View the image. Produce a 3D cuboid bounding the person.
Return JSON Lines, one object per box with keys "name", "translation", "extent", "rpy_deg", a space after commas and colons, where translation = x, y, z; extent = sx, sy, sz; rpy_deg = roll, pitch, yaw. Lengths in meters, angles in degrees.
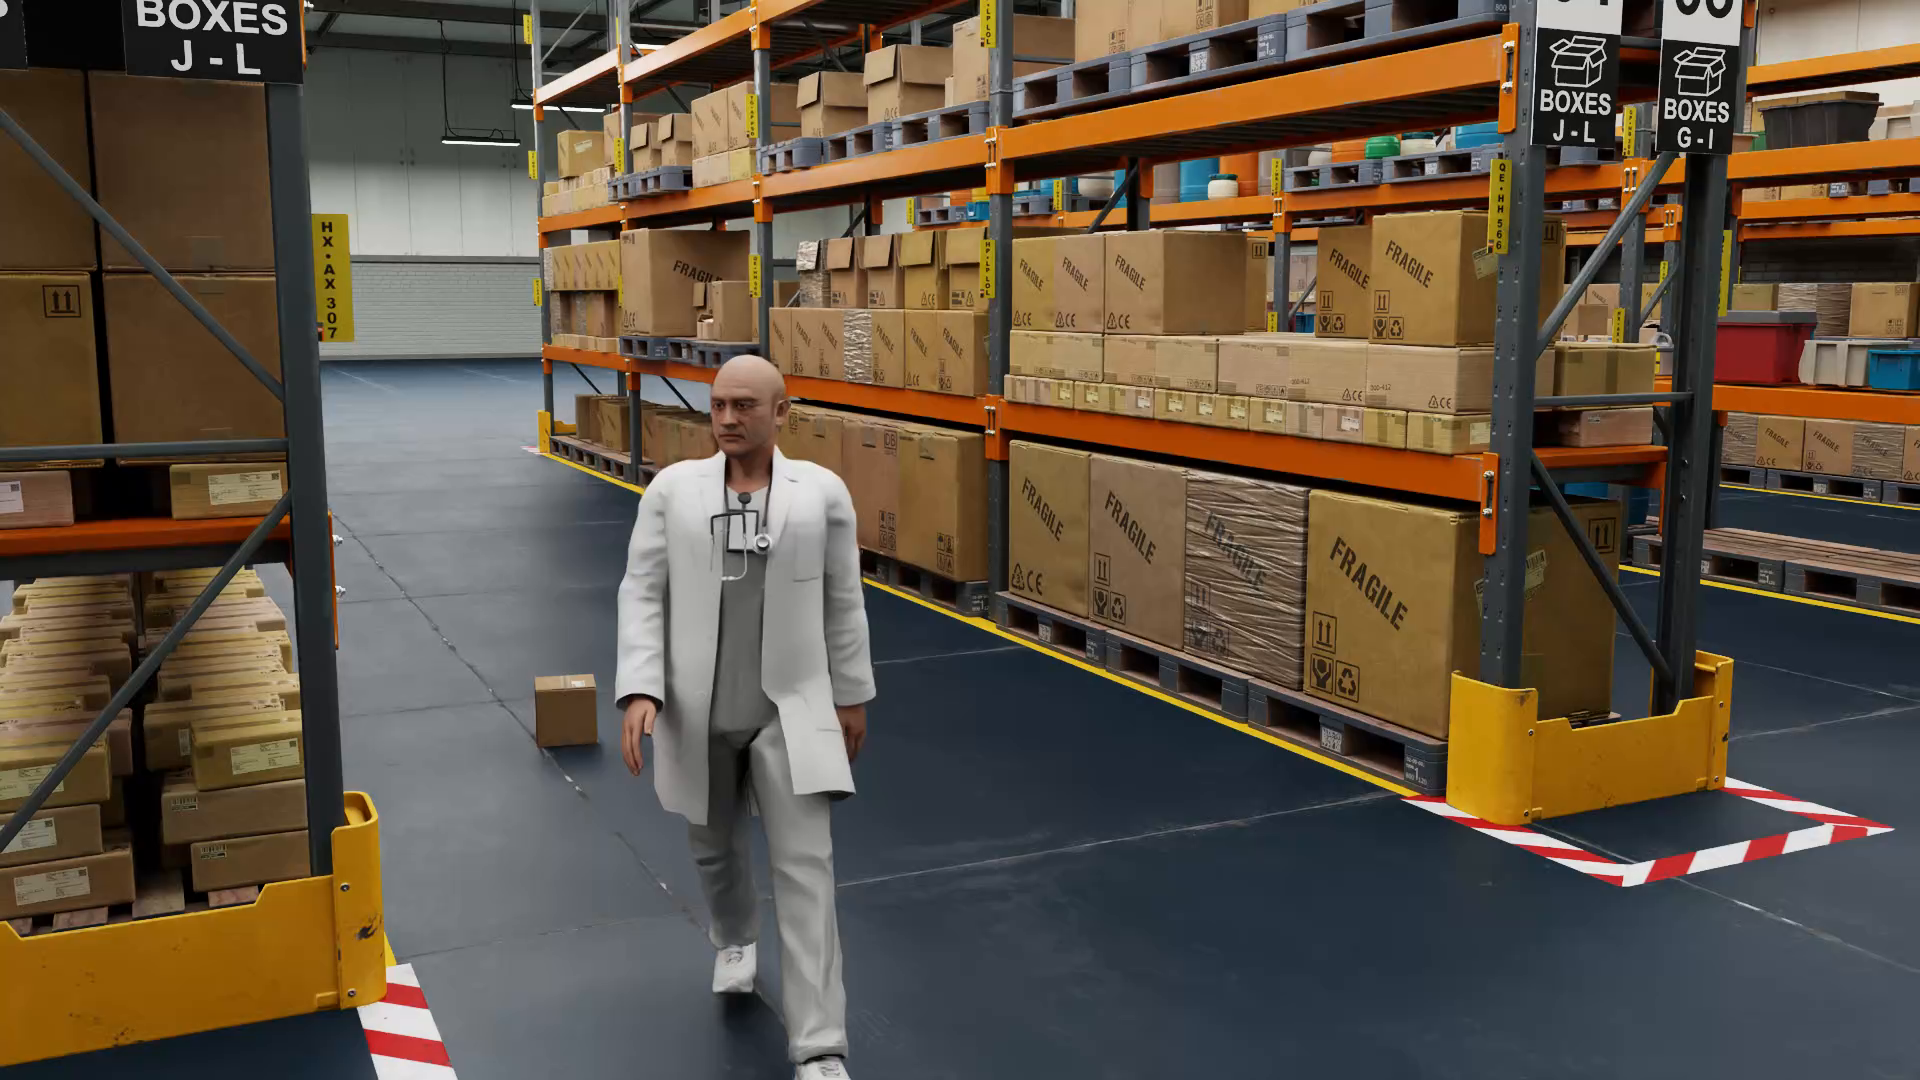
{"name": "person", "translation": [-0.530, 0.411, 4.052], "extent": [0.618, 1.708, 1.137], "rpy_deg": [0, 8, -1]}
